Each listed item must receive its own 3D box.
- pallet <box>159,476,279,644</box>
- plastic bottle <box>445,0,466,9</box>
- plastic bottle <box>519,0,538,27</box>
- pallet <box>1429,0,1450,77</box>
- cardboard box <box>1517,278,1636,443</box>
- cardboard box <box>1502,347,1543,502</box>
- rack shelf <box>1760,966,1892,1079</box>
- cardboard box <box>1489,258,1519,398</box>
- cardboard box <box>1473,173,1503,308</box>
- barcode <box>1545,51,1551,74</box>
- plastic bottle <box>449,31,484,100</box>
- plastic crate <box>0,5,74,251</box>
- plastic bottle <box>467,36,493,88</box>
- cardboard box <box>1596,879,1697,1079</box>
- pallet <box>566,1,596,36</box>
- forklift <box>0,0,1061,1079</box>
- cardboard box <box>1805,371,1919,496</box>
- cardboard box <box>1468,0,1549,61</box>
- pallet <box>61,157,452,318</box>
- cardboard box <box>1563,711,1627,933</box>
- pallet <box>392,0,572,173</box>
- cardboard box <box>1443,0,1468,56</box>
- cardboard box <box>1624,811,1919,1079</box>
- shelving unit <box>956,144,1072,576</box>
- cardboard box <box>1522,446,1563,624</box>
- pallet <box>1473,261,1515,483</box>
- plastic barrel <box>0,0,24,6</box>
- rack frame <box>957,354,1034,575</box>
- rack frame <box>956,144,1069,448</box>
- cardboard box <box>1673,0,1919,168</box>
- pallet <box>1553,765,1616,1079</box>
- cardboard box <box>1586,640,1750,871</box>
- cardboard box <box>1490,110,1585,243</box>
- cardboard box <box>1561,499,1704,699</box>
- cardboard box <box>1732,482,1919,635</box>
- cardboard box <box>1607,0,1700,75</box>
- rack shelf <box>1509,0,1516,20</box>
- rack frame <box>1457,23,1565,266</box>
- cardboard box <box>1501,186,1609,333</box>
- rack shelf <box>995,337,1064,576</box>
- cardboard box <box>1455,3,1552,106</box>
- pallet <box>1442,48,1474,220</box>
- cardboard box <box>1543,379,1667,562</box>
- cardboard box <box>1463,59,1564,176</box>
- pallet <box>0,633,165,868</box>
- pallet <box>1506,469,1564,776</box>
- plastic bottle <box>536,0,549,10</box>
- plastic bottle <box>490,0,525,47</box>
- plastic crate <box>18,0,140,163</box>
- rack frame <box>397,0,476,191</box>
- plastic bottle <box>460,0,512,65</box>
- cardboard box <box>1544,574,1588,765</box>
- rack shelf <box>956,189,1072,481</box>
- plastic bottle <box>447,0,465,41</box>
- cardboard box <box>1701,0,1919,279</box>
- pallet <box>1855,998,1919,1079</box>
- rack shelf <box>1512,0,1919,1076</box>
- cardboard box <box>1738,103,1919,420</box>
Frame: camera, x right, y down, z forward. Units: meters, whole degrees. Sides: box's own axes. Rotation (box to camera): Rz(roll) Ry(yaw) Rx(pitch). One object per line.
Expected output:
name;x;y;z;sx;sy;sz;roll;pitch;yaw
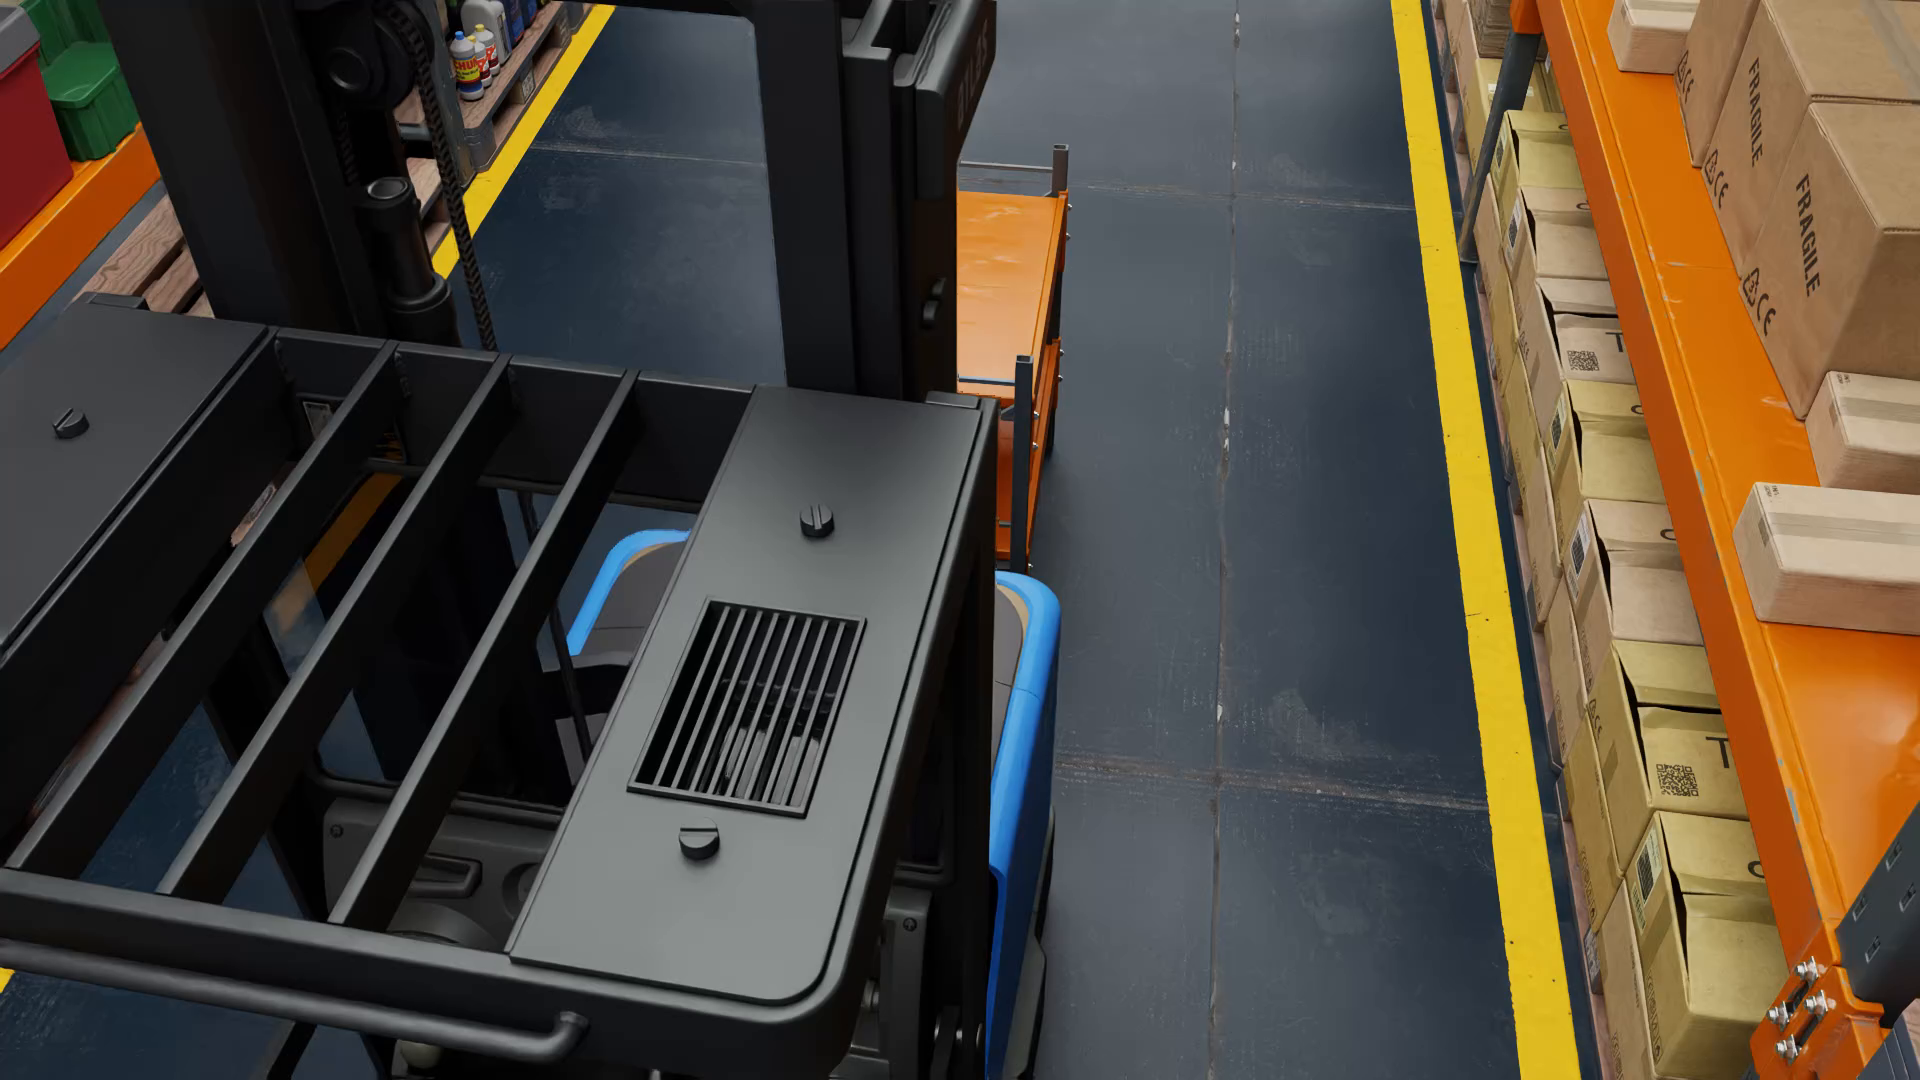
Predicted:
pallet;-2.717;-0.210;5.318;1.003;0.211;1.213;5;44;6
plastic bottle;-2.118;-2.318;7.123;0.144;0.351;0.185;5;44;6
plastic bottle;-1.950;-2.434;7.245;0.144;0.351;0.185;4;44;4
pallet;2.722;-2.502;7.738;1.003;0.211;1.213;5;44;6
cardboard box;1.976;-0.547;4.933;0.500;0.311;0.500;4;44;4
cardboard box;1.983;-0.342;5.124;0.500;0.250;0.500;4;44;4
rack shelf;1.623;2.208;1.259;1.077;0.370;4.000;5;44;6
cardboard box;2.049;-0.696;5.497;0.500;0.250;0.500;6;44;7
cardboard box;2.118;-1.044;5.865;0.500;0.250;0.500;4;44;5
barcode;1.970;-1.607;5.565;0.001;0.075;0.075;5;44;6
plastic bottle;-2.016;-1.941;6.783;0.097;0.271;0.097;0;43;0
plastic crate;-2.505;-0.966;4.041;0.402;0.464;0.583;5;44;6
plastic bottle;-2.003;-1.985;6.880;0.097;0.201;0.097;0;43;0
cardboard box;1.715;1.049;3.655;0.500;0.250;0.500;6;44;7
pallet;-2.204;-2.870;8.128;1.003;0.211;1.213;5;44;6
forklift;-0.547;0.731;2.347;1.130;2.935;3.031;7;44;8
cardboard box;2.000;-0.199;3.461;0.380;0.149;0.250;8;44;9
cardboard box;2.339;-2.244;6.587;0.500;0.500;0.500;5;44;6
pallet;-2.558;-1.044;6.199;1.003;0.211;1.213;5;44;6
cardboard box;1.780;0.698;4.026;0.500;0.250;0.500;5;44;5
pallet;-2.363;-2.036;7.247;1.003;0.211;1.213;5;44;6
cardboard box;2.389;-2.314;7.207;0.500;0.250;0.500;5;44;6
cardboard box;1.713;0.847;3.460;0.500;0.311;0.500;6;44;7
shelving unit;-0.001;-0.404;4.858;0.538;1.125;1.048;5;44;6
cardboard box;1.915;0.004;4.758;0.500;0.250;0.500;6;44;6
pallet;2.358;-0.624;5.755;1.003;0.211;1.213;5;44;6
plastic barrel;-2.820;-1.657;4.918;0.301;0.262;0.301;0;43;0
rack frame;-0.068;-0.057;4.492;0.500;1.125;0.032;5;44;6
rack frame;0.066;-0.750;5.224;0.500;1.125;0.032;5;44;6
cardboard box;2.229;-1.297;4.366;0.500;0.500;0.500;8;44;9
pallet;2.035;1.039;3.999;1.003;0.211;1.213;5;44;6
cardboard box;1.775;0.492;3.835;0.500;0.311;0.500;5;44;5
cardboard box;2.115;-1.241;5.665;0.500;0.311;0.500;5;44;6
cardboard box;1.845;0.148;4.198;0.500;0.311;0.500;5;44;5
cardboard box;1.733;0.037;3.212;0.380;0.149;0.250;5;44;6
cardboard box;2.097;-1.466;4.799;0.380;0.149;0.250;5;44;6
rack shelf;2.681;-3.244;7.017;1.077;0.370;4.000;5;44;6
rack frame;2.416;-2.142;5.331;1.000;3.000;0.127;5;44;6
cardboard box;2.044;-0.900;5.305;0.500;0.311;0.500;5;44;5
rack shelf;-0.001;-0.226;5.027;0.538;0.278;1.000;5;44;6
cardboard box;2.337;-1.972;6.845;0.500;0.250;0.500;5;44;6
pallet;2.563;-1.668;6.858;1.003;0.211;1.213;5;44;6
cardboard box;1.913;-0.193;4.559;0.500;0.311;0.500;6;44;7
cardboard box;2.261;-1.632;6.486;0.500;0.250;0.500;5;44;6
pallet;-2.881;0.619;4.442;1.003;0.211;1.213;5;44;6
pallet;2.199;0.210;4.875;1.003;0.211;1.213;5;44;6
plastic bottle;-1.887;-2.518;7.383;0.061;0.283;0.133;7;44;7
plastic bottle;-1.975;-2.305;7.109;0.144;0.351;0.185;6;44;7
plastic crate;-2.443;-1.305;4.601;0.450;0.188;0.662;5;44;6
rack frame;-2.493;-2.595;5.809;1.000;3.000;0.127;5;44;6
plastic bottle;-2.001;-2.166;7.017;0.152;0.276;0.135;7;44;7
cardboard box;1.850;0.355;4.388;0.500;0.250;0.500;6;44;6
rack shelf;-0.001;-0.616;4.657;0.538;0.278;1.000;5;44;6
plastic bottle;-2.106;-2.178;7.024;0.061;0.283;0.133;5;44;6
cardboard box;2.163;-0.956;4.005;0.500;0.500;0.500;5;44;6
pallet;1.868;1.122;2.023;1.213;0.211;1.003;5;44;6
rack shelf;2.152;-0.518;4.138;1.077;0.370;4.000;5;44;6
cardboard box;2.093;-0.597;3.626;0.500;0.500;0.500;3;44;3
